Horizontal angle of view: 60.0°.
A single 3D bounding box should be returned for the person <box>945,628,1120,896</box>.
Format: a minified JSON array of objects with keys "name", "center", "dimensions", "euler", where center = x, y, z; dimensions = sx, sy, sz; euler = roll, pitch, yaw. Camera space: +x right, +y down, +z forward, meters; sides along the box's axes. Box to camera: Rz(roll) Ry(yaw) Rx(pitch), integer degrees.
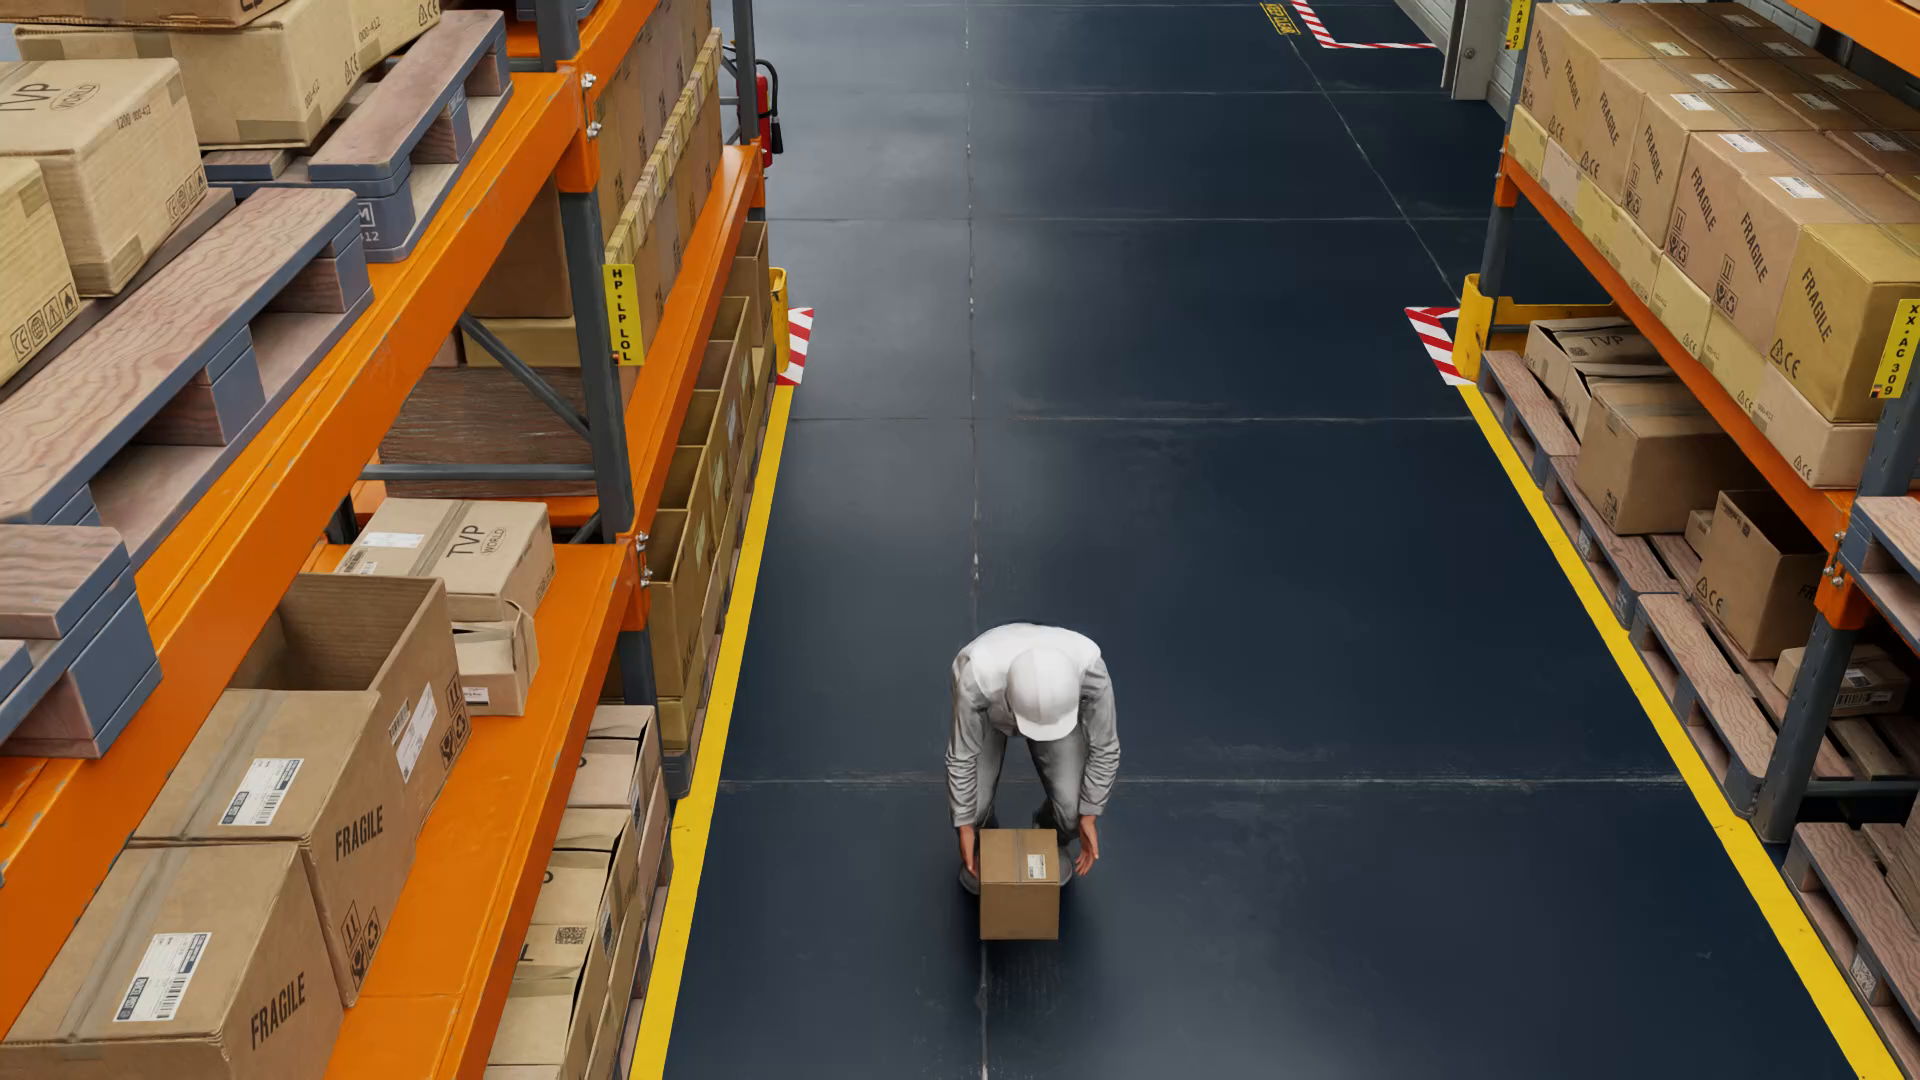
[{"name":"person","center":[0.234,0.696,5.548],"dimensions":[0.565,1.171,0.856],"euler":[0,31,0]}]
